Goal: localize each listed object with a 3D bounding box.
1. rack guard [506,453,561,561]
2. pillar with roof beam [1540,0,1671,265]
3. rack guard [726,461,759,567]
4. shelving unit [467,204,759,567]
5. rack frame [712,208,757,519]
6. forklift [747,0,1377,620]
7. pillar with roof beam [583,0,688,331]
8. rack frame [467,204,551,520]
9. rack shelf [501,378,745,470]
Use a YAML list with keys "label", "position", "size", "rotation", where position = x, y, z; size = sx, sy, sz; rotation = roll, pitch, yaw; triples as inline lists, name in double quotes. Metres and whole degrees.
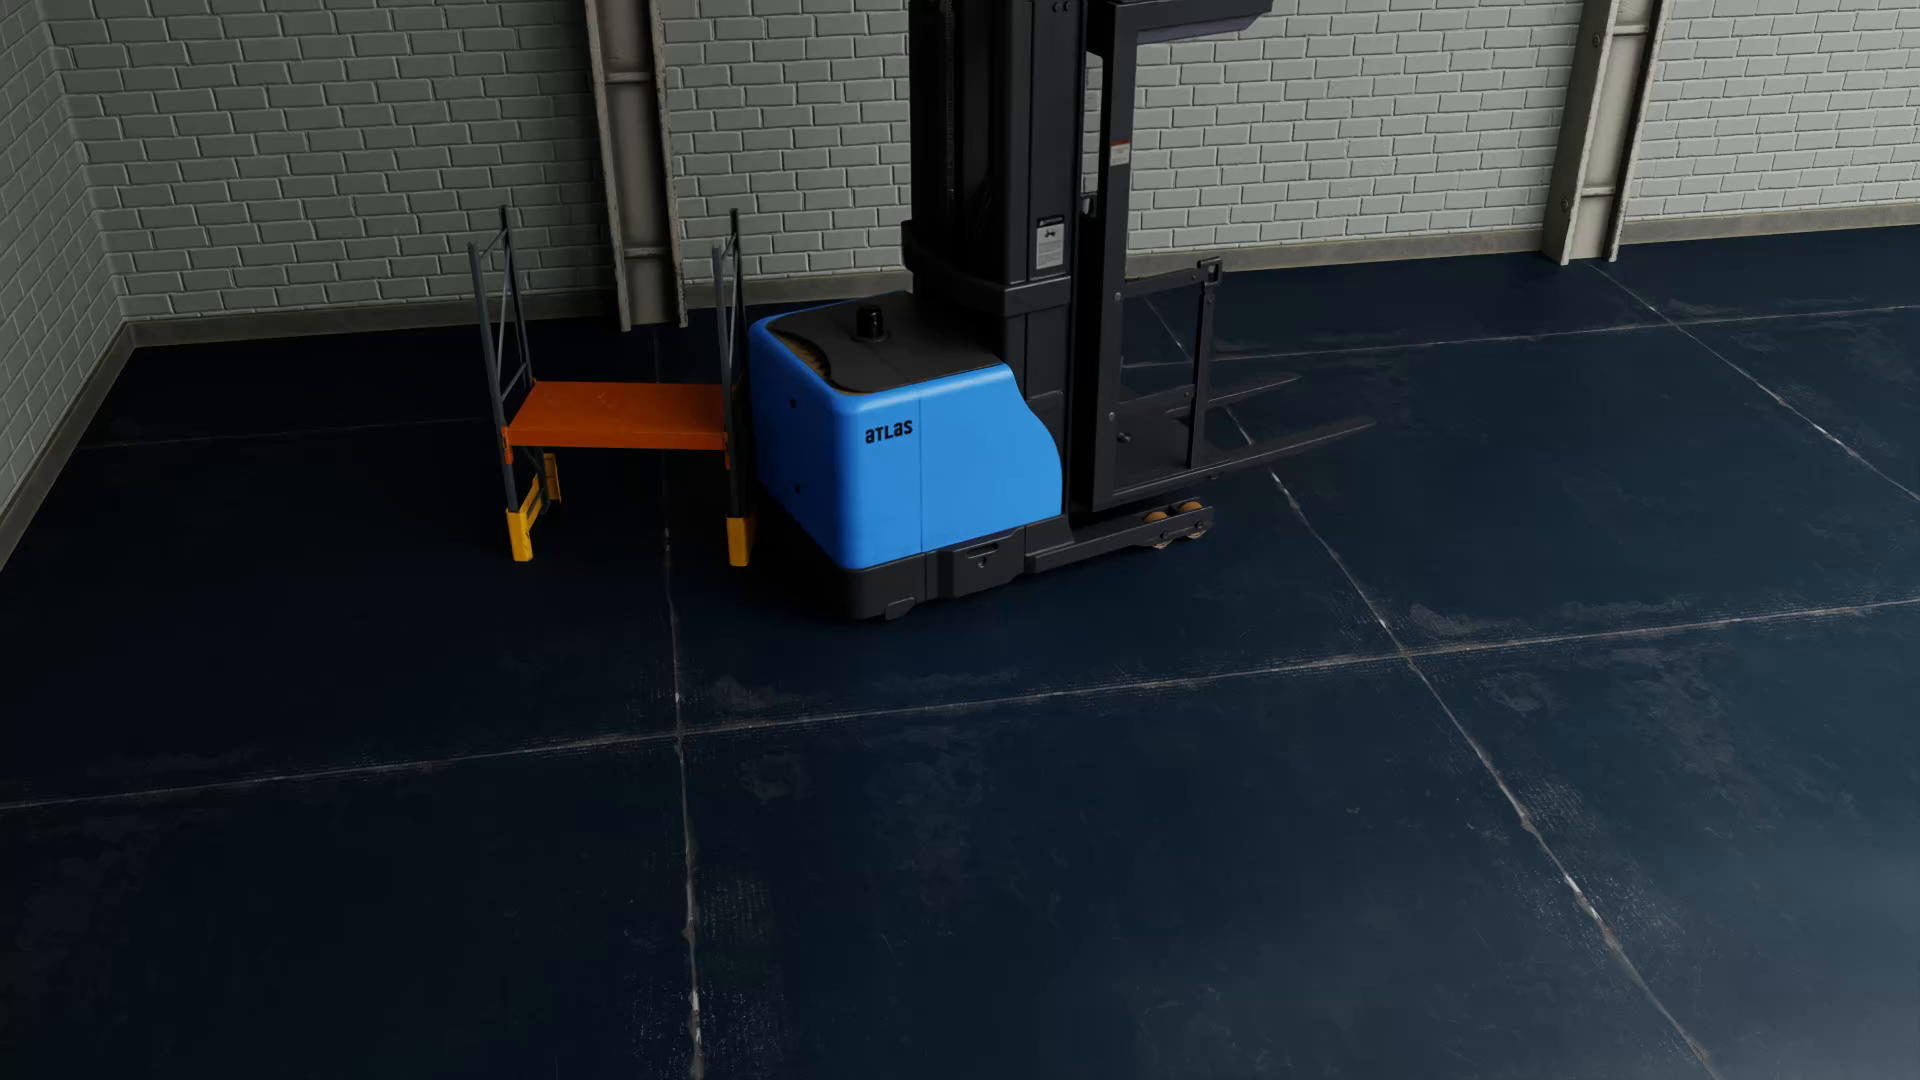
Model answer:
- label: "rack guard"
  position: [-1.990, -0.159, 7.774]
  size: [0.087, 0.250, 0.587]
  rotation: [1, 30, 2]
- label: "pillar with roof beam"
  position: [4.835, -3.610, 5.012]
  size: [0.400, 9.000, 9.100]
  rotation: [-5, 31, -9]
- label: "rack guard"
  position: [-0.995, -0.137, 7.736]
  size: [0.087, 0.250, 0.587]
  rotation: [1, 30, 2]
- label: "shelving unit"
  position: [-1.493, -0.687, 7.438]
  size: [1.083, 1.500, 0.587]
  rotation: [1, 30, 2]
- label: "rack frame"
  position: [-0.994, -0.675, 7.419]
  size: [0.032, 1.500, 0.500]
  rotation: [1, 30, 2]
- label: "forklift"
  position: [0.599, -1.445, 7.316]
  size: [3.031, 2.935, 1.130]
  rotation: [-15, 34, -24]
- label: "pillar with roof beam"
  position: [-1.067, -3.063, 4.080]
  size: [0.400, 9.000, 9.100]
  rotation: [-5, 31, -9]
- label: "rack frame"
  position: [-2.009, -0.698, 7.458]
  size: [0.032, 1.500, 0.500]
  rotation: [1, 30, 2]
- label: "rack shelf"
  position: [-1.502, -0.532, 7.530]
  size: [1.000, 0.185, 0.538]
  rotation: [1, 30, 2]
